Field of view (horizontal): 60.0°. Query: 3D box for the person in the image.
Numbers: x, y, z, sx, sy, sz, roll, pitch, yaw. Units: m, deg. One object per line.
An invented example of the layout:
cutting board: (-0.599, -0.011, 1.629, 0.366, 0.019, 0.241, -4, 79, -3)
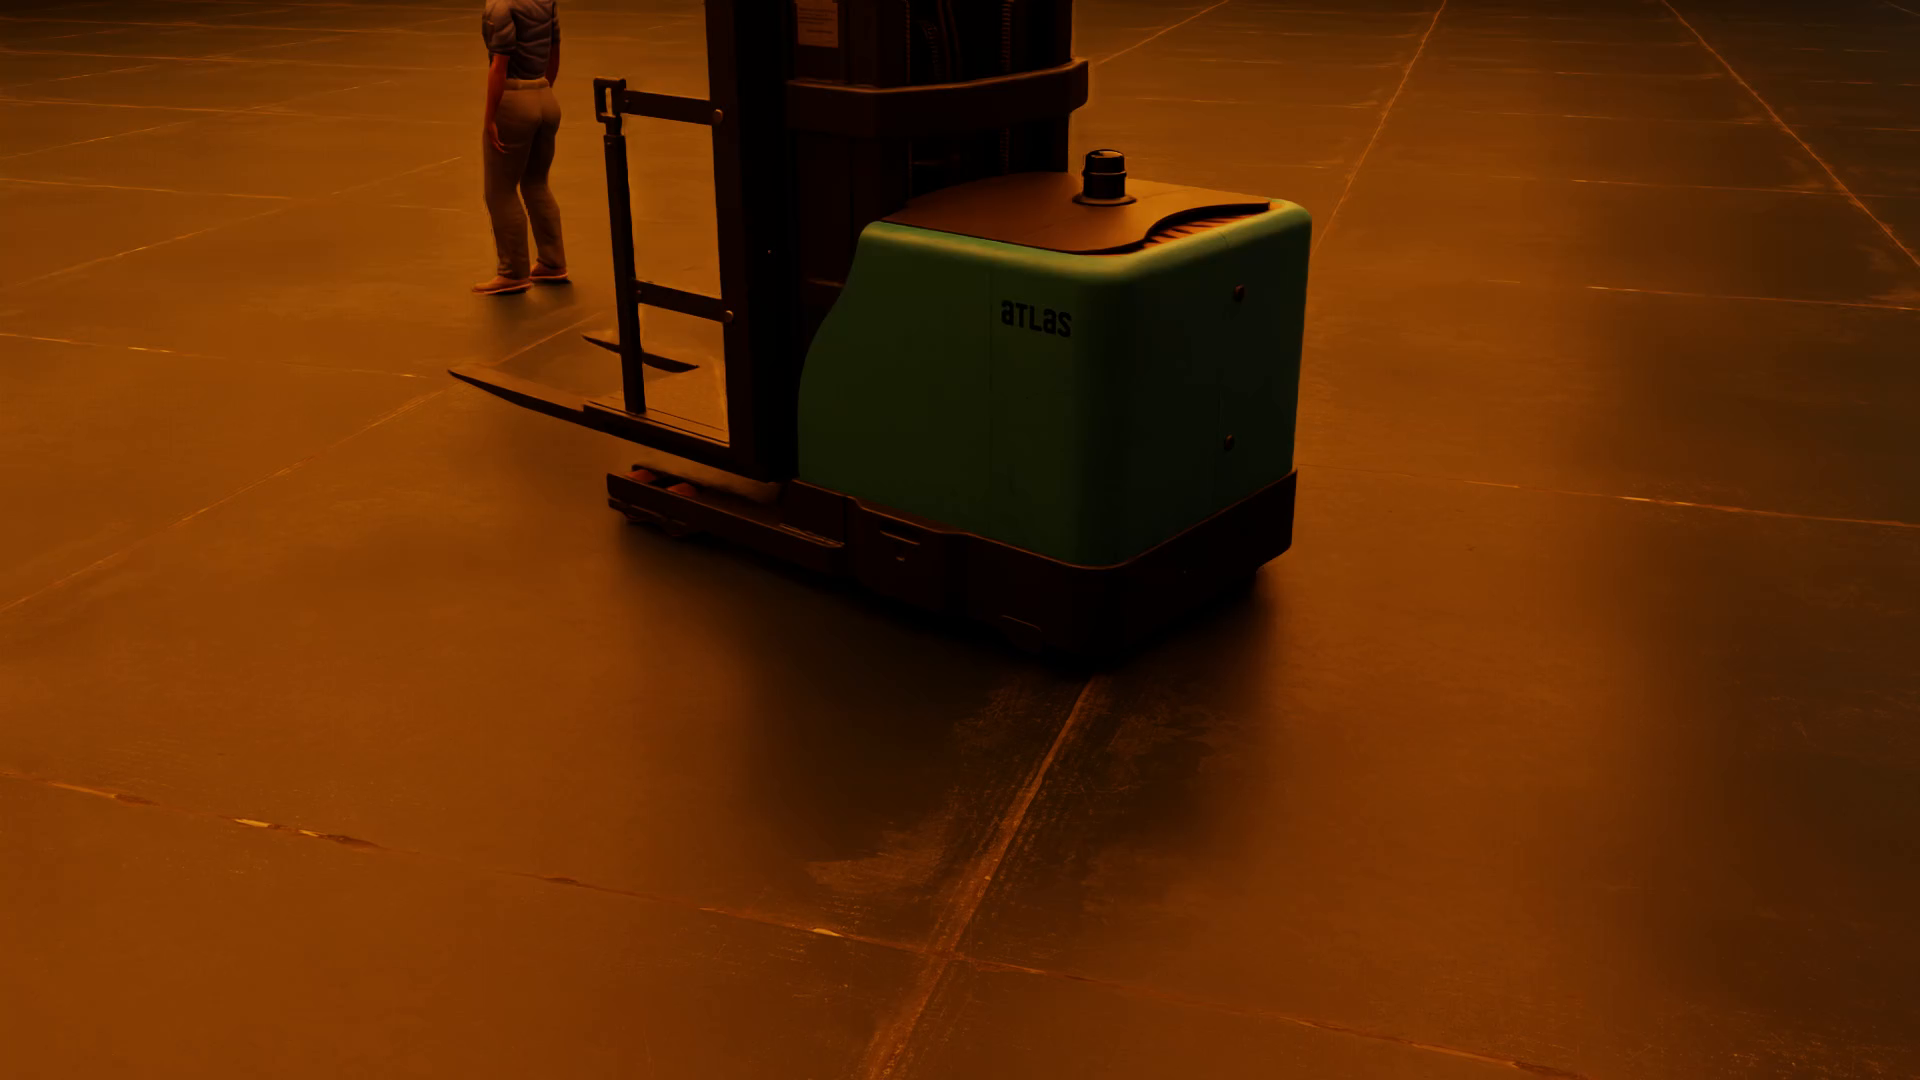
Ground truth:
person: (-2.100, -1.988, 7.795, 0.429, 1.675, 0.534, 9, 24, 20)

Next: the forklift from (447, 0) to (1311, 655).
forklift: (-0.483, -1.500, 4.913, 3.031, 2.935, 1.130, 17, 28, 36)
